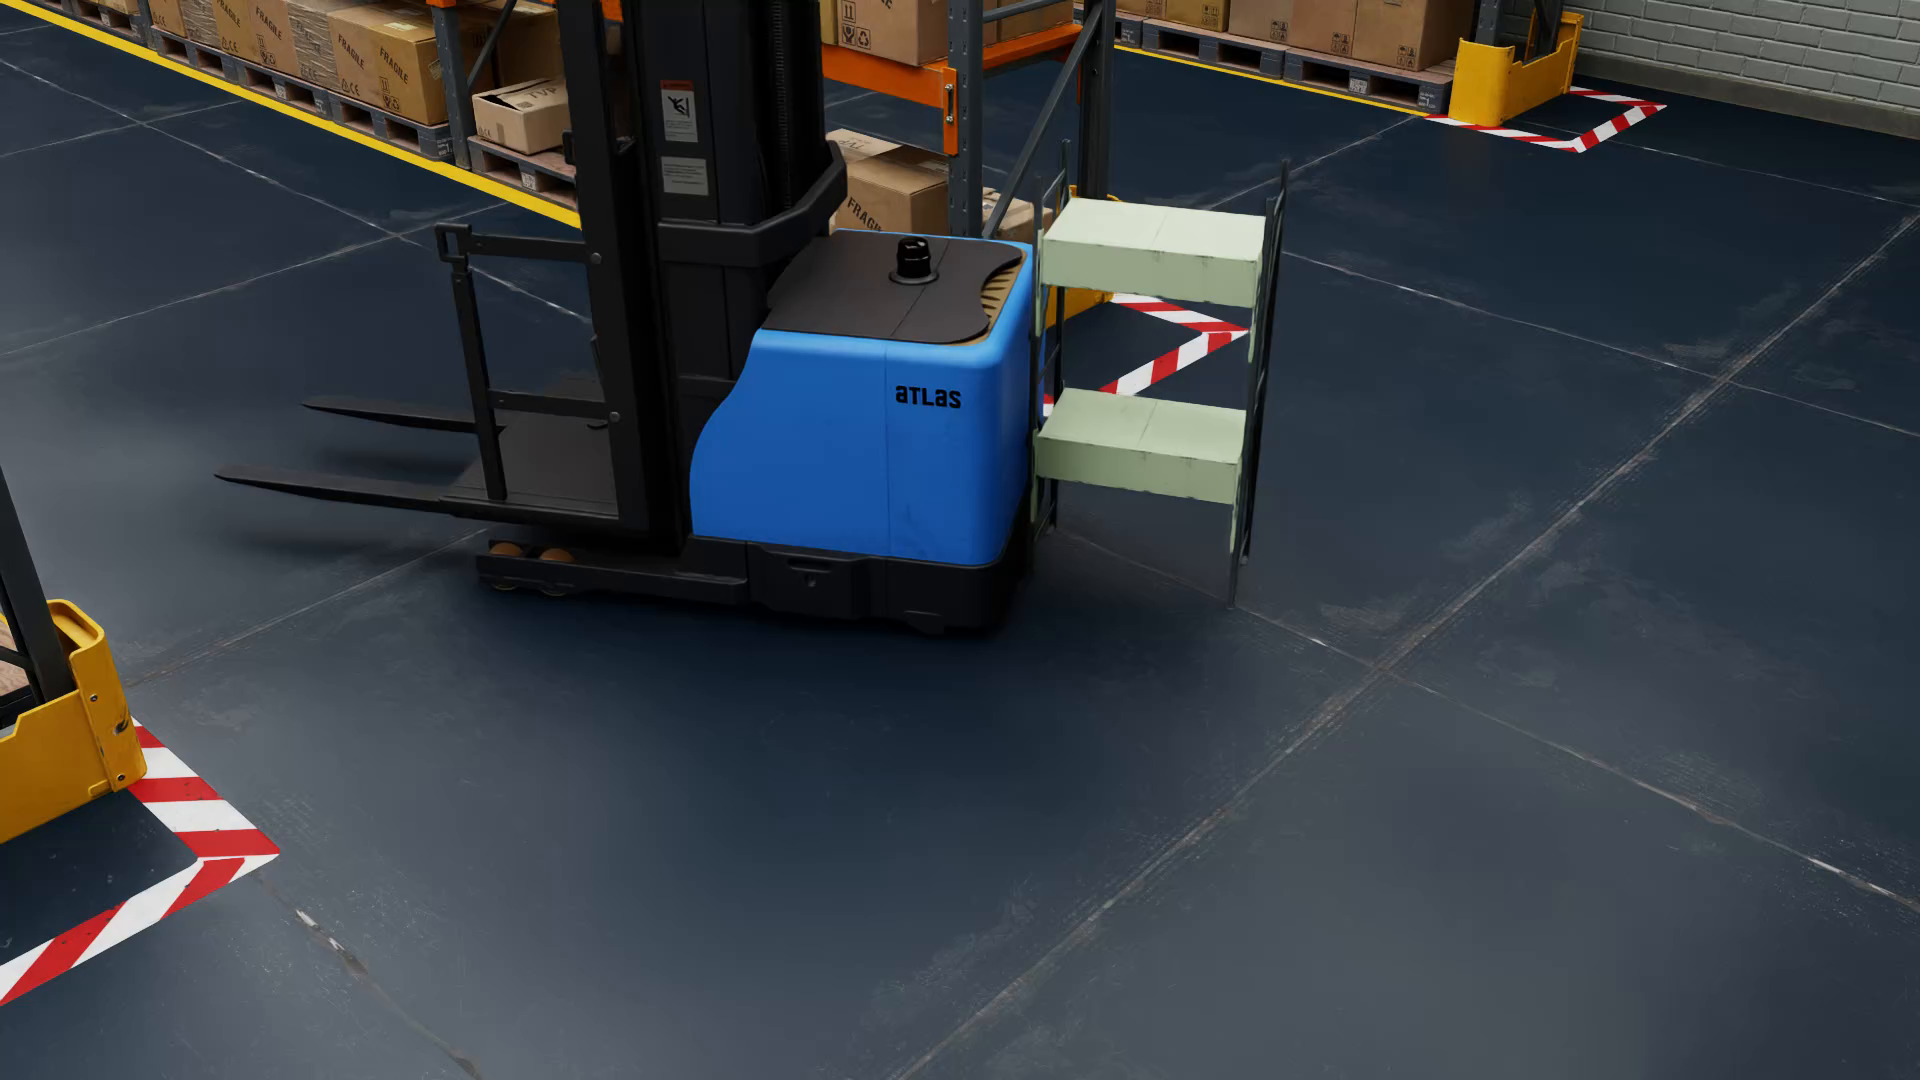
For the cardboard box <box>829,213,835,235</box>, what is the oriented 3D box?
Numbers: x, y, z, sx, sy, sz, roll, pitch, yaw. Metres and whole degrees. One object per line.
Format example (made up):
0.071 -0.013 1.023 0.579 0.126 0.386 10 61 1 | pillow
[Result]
-0.481 -1.550 8.236 0.250 0.166 0.380 25 39 35 | cardboard box

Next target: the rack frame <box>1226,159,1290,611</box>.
1.004 -0.493 5.615 0.023 1.500 0.400 9 32 14 | rack frame

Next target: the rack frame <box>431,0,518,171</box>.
-2.639 -3.691 9.473 0.127 3.000 1.000 25 39 35 | rack frame

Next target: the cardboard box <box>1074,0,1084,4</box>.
1.168 -4.397 12.663 0.500 0.500 0.700 26 39 36 | cardboard box

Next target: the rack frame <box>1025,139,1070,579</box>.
0.302 -0.602 5.795 0.023 1.500 0.400 9 32 14 | rack frame

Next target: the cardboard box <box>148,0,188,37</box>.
-5.459 -3.926 11.860 0.500 0.500 0.500 27 40 37 | cardboard box

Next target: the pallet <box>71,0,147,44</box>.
-6.188 -4.180 12.989 1.213 0.211 1.003 25 39 35 | pallet

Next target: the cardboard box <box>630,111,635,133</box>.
-1.707 -2.462 9.770 0.250 0.149 0.380 25 39 35 | cardboard box

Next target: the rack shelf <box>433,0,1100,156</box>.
-1.156 -2.690 8.508 4.000 0.370 1.077 25 39 35 | rack shelf

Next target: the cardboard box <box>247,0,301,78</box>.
-4.308 -3.393 10.974 0.500 0.500 0.500 24 38 34 | cardboard box

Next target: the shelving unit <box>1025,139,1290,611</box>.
0.653 -0.548 5.705 0.755 1.500 0.431 9 32 14 | shelving unit

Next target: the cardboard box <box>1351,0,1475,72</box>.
3.062 -3.515 11.197 0.500 0.500 0.700 25 39 35 | cardboard box

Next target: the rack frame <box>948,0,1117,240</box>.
0.327 -2.306 7.173 0.127 3.000 1.000 25 39 35 | rack frame

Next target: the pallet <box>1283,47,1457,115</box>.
3.003 -3.254 11.451 1.213 0.211 1.003 25 39 35 | pallet

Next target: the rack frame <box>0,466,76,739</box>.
-2.999 -0.414 4.029 0.127 3.000 1.000 25 39 35 | rack frame

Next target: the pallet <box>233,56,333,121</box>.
-4.176 -3.185 11.337 1.213 0.211 1.003 25 39 35 | pallet

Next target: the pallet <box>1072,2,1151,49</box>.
1.194 -4.099 12.854 1.213 0.211 1.003 25 39 35 | pallet

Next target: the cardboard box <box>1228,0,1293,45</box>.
2.318 -3.862 11.773 0.500 0.500 0.700 24 38 34 | cardboard box

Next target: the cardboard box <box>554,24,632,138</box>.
-2.026 -2.720 9.856 0.500 0.500 0.500 25 39 35 | cardboard box

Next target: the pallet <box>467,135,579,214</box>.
-2.130 -2.258 9.796 1.213 0.211 1.003 25 39 35 | pallet

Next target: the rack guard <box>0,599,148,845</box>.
-2.973 0.661 4.668 0.348 0.500 1.175 25 39 35 | rack guard

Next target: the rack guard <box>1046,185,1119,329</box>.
0.271 -1.262 7.861 0.348 0.500 1.175 25 39 35 | rack guard

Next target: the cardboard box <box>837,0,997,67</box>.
-0.188 -2.400 7.232 0.500 0.500 0.500 26 40 36 | cardboard box

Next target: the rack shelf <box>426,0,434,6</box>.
-4.121 -4.075 10.808 4.000 0.370 1.077 25 39 35 | rack shelf

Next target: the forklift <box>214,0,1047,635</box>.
-1.246 -1.314 5.590 3.031 2.935 1.130 6 32 10 | forklift

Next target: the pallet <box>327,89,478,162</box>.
-3.267 -2.763 10.635 1.213 0.211 1.003 25 39 35 | pallet

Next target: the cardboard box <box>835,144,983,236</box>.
-0.241 -1.518 7.860 0.500 0.500 0.500 25 39 35 | cardboard box

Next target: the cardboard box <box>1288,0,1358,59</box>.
2.691 -3.688 11.485 0.500 0.500 0.700 25 39 35 | cardboard box

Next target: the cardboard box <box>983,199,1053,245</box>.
0.247 -1.550 8.254 0.250 0.149 0.380 25 39 35 | cardboard box

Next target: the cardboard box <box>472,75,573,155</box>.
-2.473 -2.499 9.674 0.500 0.311 0.500 25 39 35 | cardboard box

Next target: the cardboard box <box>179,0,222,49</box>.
-5.067 -3.747 11.563 0.500 0.500 0.500 23 38 33 | cardboard box

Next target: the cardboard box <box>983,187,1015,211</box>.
0.062 -1.644 8.393 0.250 0.166 0.380 25 39 35 | cardboard box

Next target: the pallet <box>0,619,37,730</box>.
-3.585 0.481 5.247 1.213 0.211 1.003 25 39 35 | pallet

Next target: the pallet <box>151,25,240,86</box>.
-5.076 -3.608 12.038 1.213 0.211 1.003 25 39 35 | pallet

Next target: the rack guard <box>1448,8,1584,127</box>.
3.666 -3.123 10.953 0.348 0.500 1.175 25 39 35 | rack guard

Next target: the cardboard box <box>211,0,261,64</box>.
-4.698 -3.571 11.271 0.500 0.500 0.500 24 39 34 | cardboard box

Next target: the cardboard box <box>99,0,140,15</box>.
-6.158 -4.166 12.521 0.500 0.250 0.500 26 40 36 | cardboard box

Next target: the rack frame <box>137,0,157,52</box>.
-5.604 -5.075 11.772 0.127 3.000 1.000 25 39 35 | rack frame

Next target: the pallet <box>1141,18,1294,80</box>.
2.103 -3.676 12.152 1.213 0.211 1.003 25 39 35 | pallet

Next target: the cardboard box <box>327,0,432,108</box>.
-3.558 -3.044 10.395 0.500 0.500 0.500 25 39 35 | cardboard box

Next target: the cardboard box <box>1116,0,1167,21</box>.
1.539 -4.222 12.372 0.500 0.500 0.700 25 39 35 | cardboard box

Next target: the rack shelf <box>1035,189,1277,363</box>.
0.653 -0.882 5.504 0.720 0.370 0.431 9 32 14 | rack shelf

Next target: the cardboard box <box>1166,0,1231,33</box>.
1.918 -4.044 12.075 0.500 0.500 0.700 26 40 36 | cardboard box

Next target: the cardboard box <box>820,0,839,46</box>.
-0.575 -2.578 7.528 0.500 0.500 0.500 25 39 35 | cardboard box

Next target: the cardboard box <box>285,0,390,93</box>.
-3.929 -3.218 10.684 0.500 0.500 0.500 26 39 36 | cardboard box

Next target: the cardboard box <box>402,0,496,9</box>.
-3.237 -3.249 10.736 0.500 0.500 0.500 26 39 36 | cardboard box

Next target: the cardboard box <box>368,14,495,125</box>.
-3.197 -2.870 10.105 0.500 0.500 0.500 25 39 35 | cardboard box

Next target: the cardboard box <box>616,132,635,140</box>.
-1.824 -2.142 9.220 0.250 0.166 0.380 25 39 35 | cardboard box

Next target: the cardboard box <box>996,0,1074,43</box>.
0.175 -2.604 7.570 0.500 0.500 0.500 26 40 36 | cardboard box

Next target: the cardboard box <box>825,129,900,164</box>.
-0.627 -1.960 8.836 0.500 0.250 0.500 25 39 35 | cardboard box

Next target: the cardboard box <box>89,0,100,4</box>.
-6.543 -4.343 12.815 0.500 0.250 0.500 25 39 35 | cardboard box

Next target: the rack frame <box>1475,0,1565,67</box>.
3.648 -4.202 10.322 0.127 3.000 1.000 25 39 35 | rack frame

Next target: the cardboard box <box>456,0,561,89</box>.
-2.834 -3.069 10.437 0.500 0.500 0.500 23 38 33 | cardboard box

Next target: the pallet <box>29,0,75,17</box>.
-7.089 -4.603 13.691 1.213 0.211 1.003 25 39 35 | pallet

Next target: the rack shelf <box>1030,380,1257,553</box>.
0.653 -0.268 5.874 0.720 0.370 0.431 9 32 14 | rack shelf
